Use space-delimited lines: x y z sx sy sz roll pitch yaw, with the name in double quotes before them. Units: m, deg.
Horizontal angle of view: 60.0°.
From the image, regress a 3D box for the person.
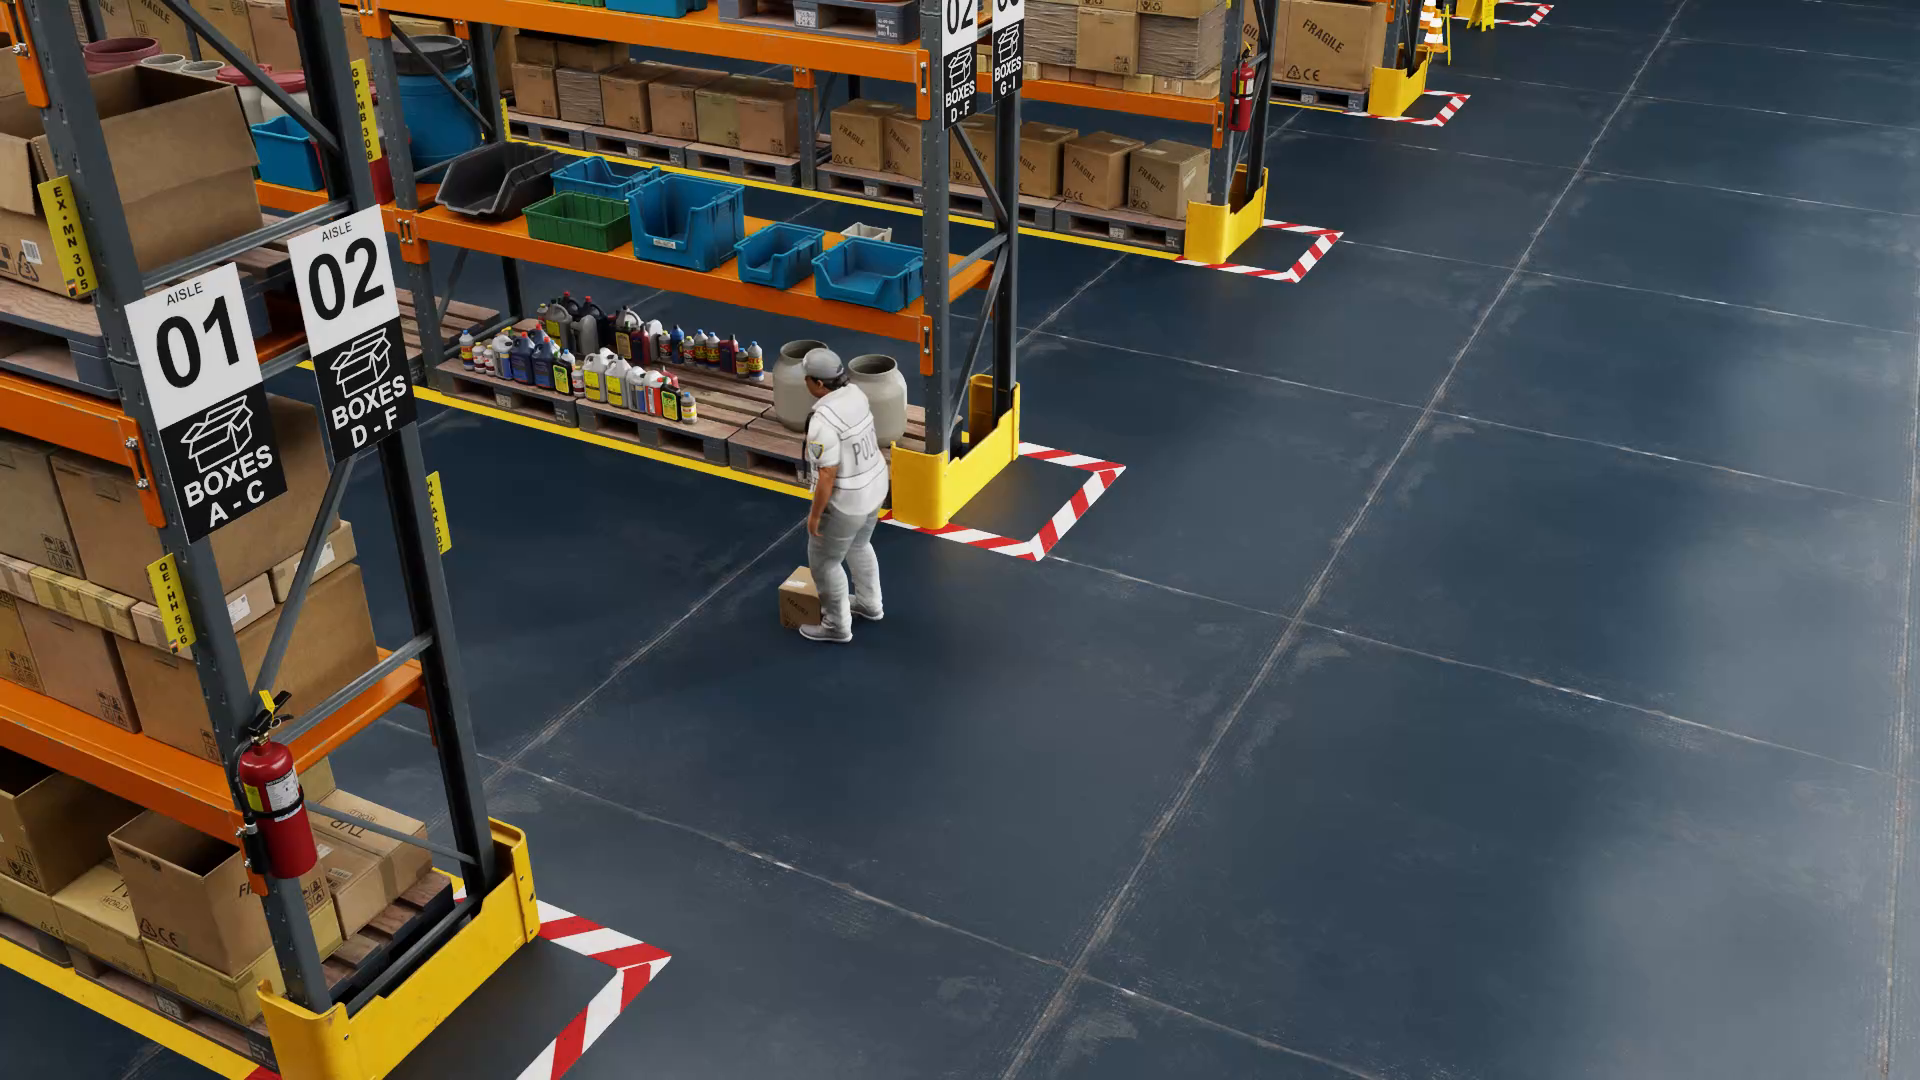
"person" -0.624 -0.230 8.672 0.463 1.667 0.563 13 33 21
